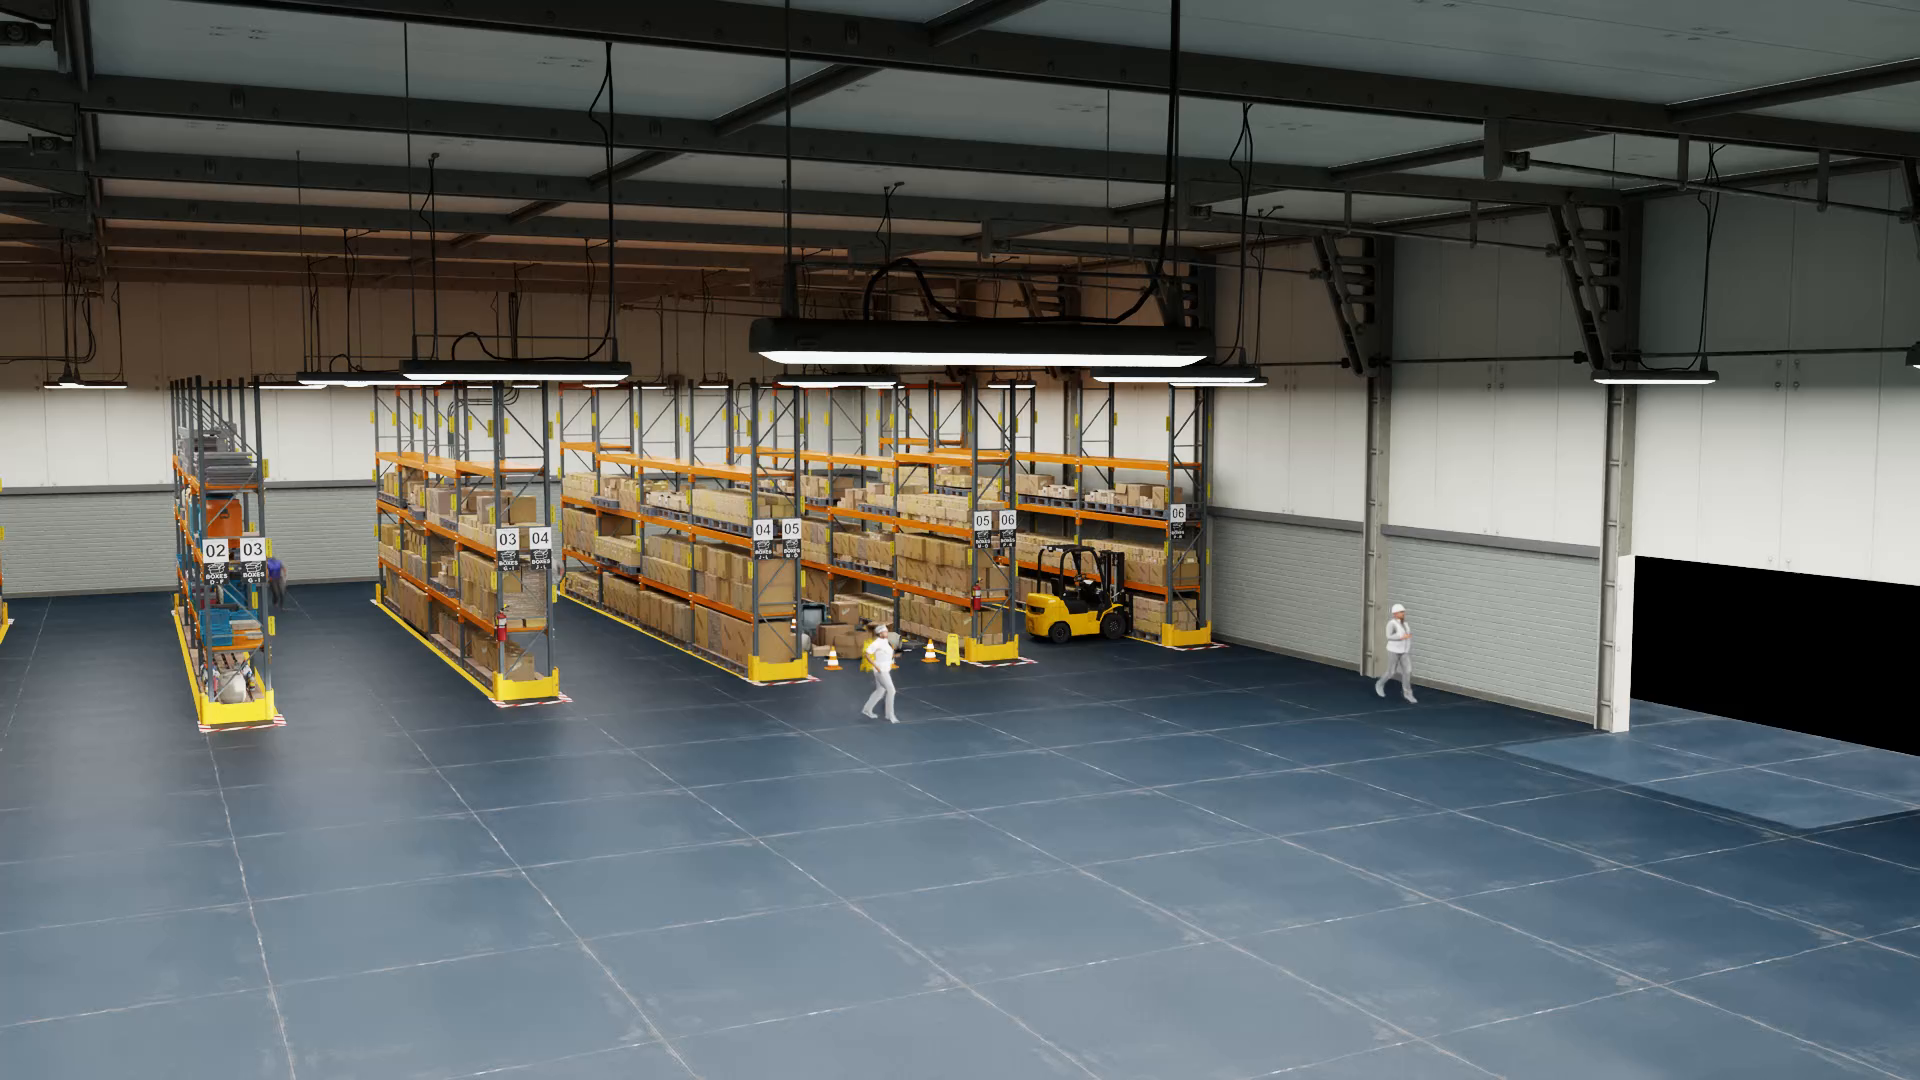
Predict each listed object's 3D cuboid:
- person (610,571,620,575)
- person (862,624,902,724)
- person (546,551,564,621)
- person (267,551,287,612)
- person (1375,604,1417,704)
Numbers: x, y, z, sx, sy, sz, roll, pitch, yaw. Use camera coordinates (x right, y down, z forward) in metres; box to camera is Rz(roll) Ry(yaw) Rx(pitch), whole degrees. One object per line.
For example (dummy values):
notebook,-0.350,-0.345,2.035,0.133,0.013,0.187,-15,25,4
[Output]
person,-10.166,0.587,48.671,0.518,1.622,0.638,2,6,25
person,-1.369,2.315,28.859,0.727,1.753,0.560,1,5,10
person,-10.336,1.110,41.987,0.679,1.803,0.798,-2,5,-20
person,-17.817,1.083,43.305,0.601,1.592,0.555,-5,7,-42
person,8.097,2.079,30.810,0.664,1.801,0.893,-3,6,-33
